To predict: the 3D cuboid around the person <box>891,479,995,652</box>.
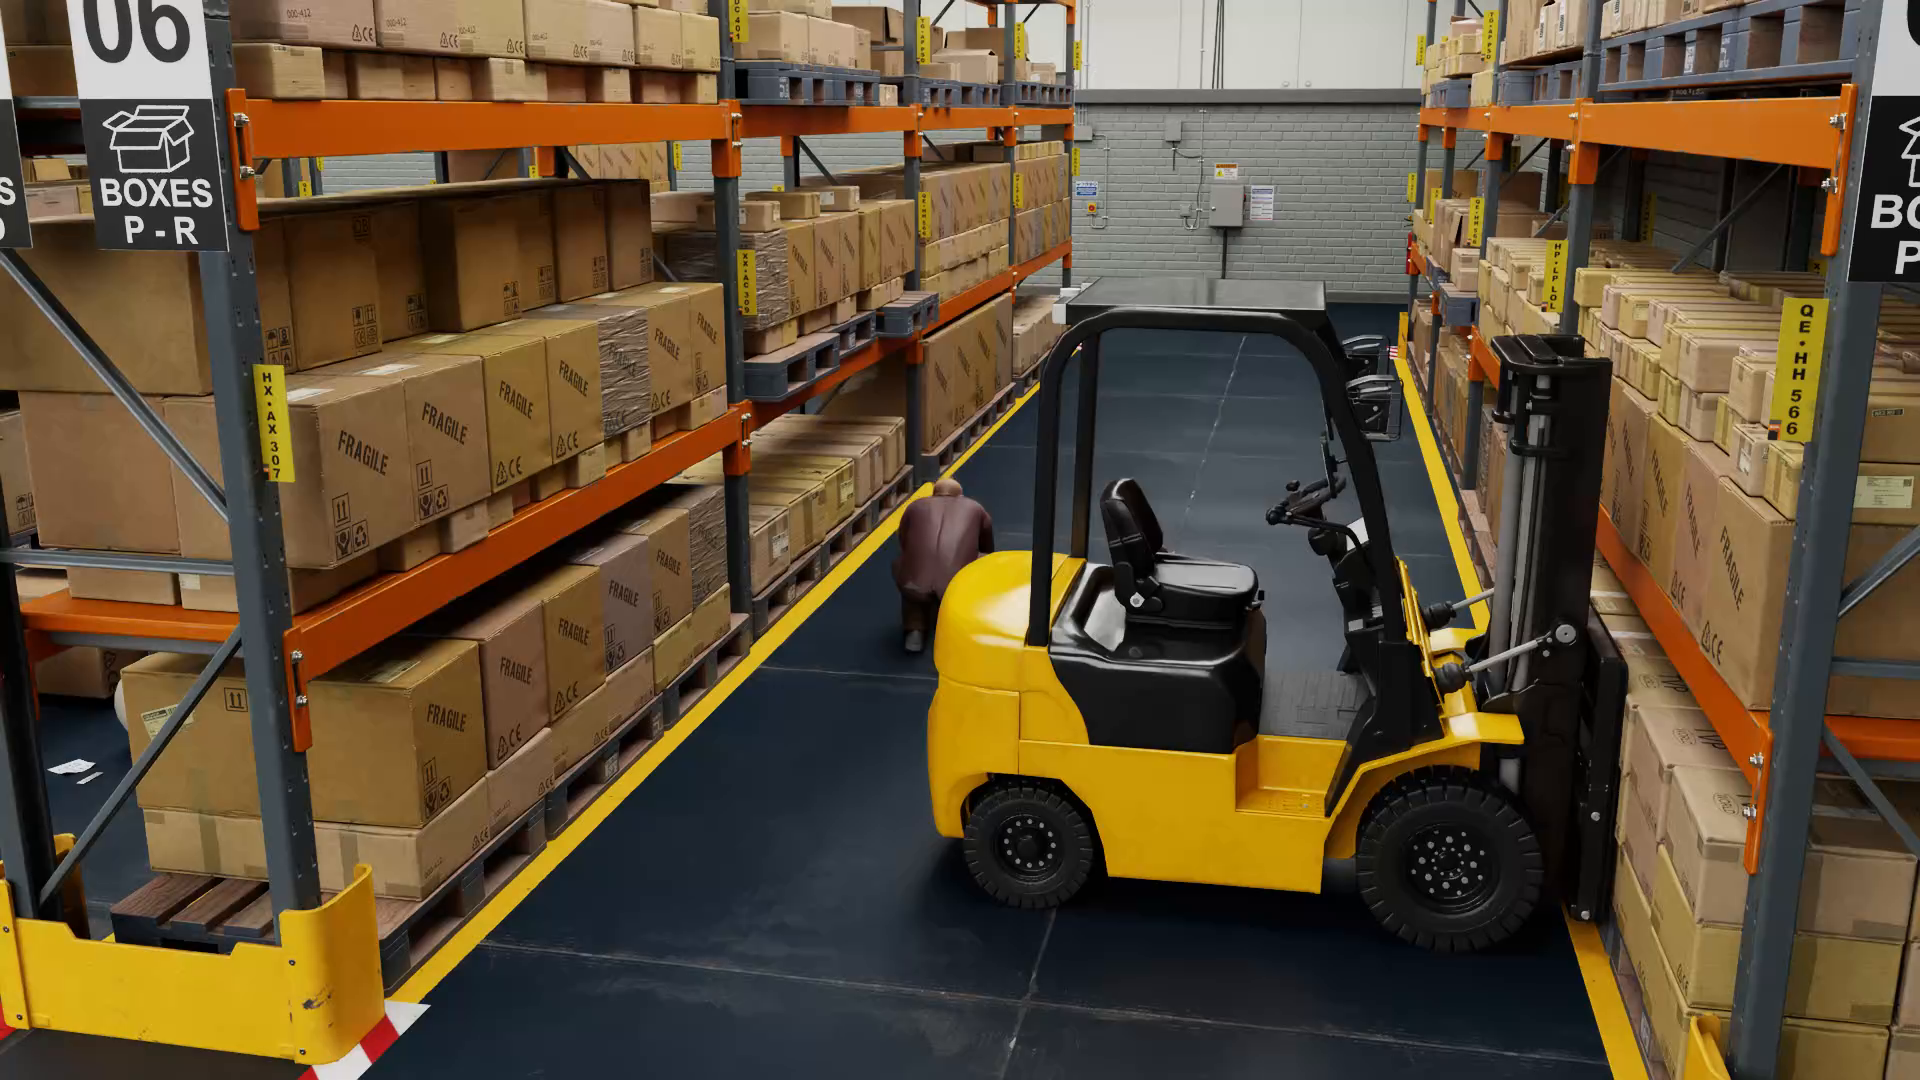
[{"bbox_3d":[-0.072,0.173,8.983,0.582,0.883,0.919,3,15,10],"label":"person"}]
